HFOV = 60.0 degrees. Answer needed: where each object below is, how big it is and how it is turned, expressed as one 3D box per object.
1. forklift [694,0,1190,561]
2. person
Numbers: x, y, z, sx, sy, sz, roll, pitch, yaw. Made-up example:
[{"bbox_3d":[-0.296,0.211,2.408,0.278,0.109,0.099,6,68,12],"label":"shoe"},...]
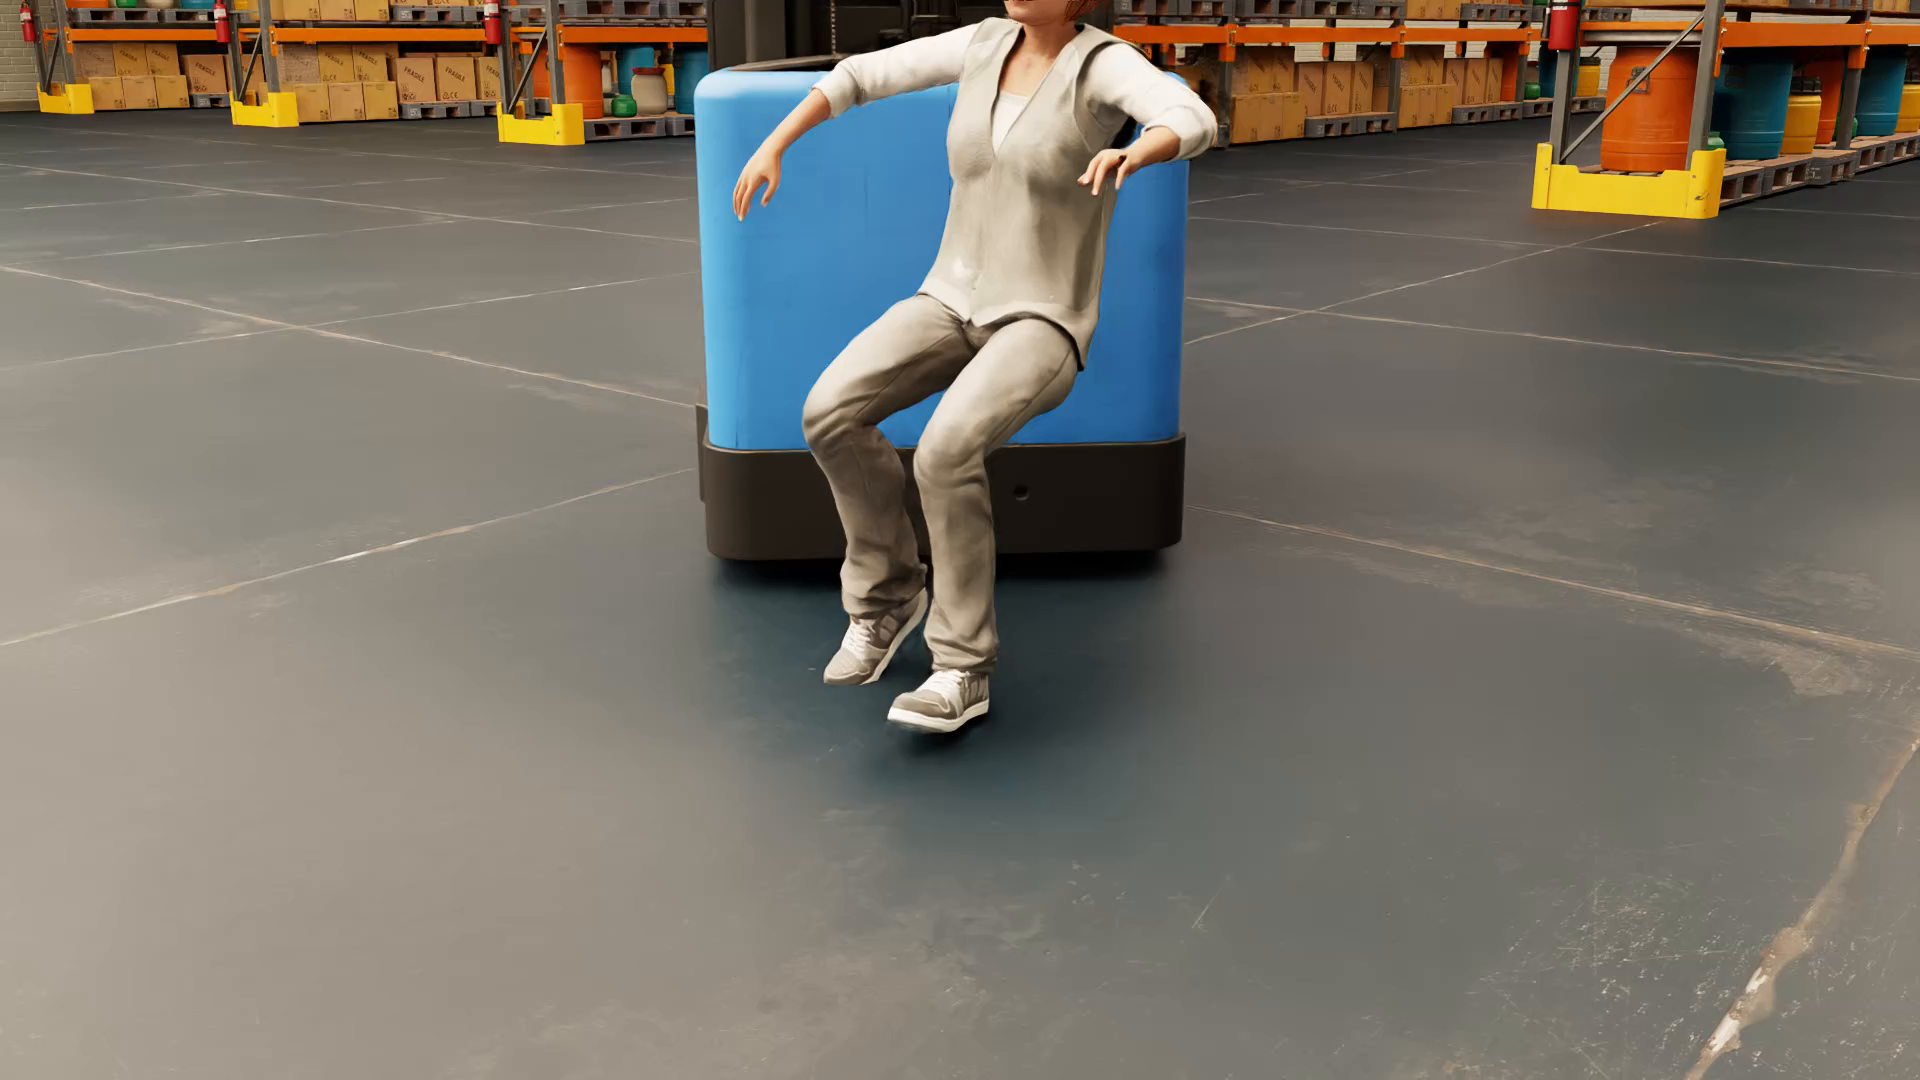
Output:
[{"bbox_3d":[-0.154,-1.738,4.620,1.130,2.935,3.031,-1,17,-5],"label":"forklift"},{"bbox_3d":[-0.017,-0.388,2.893,0.913,1.408,0.713,9,19,27],"label":"person"}]
